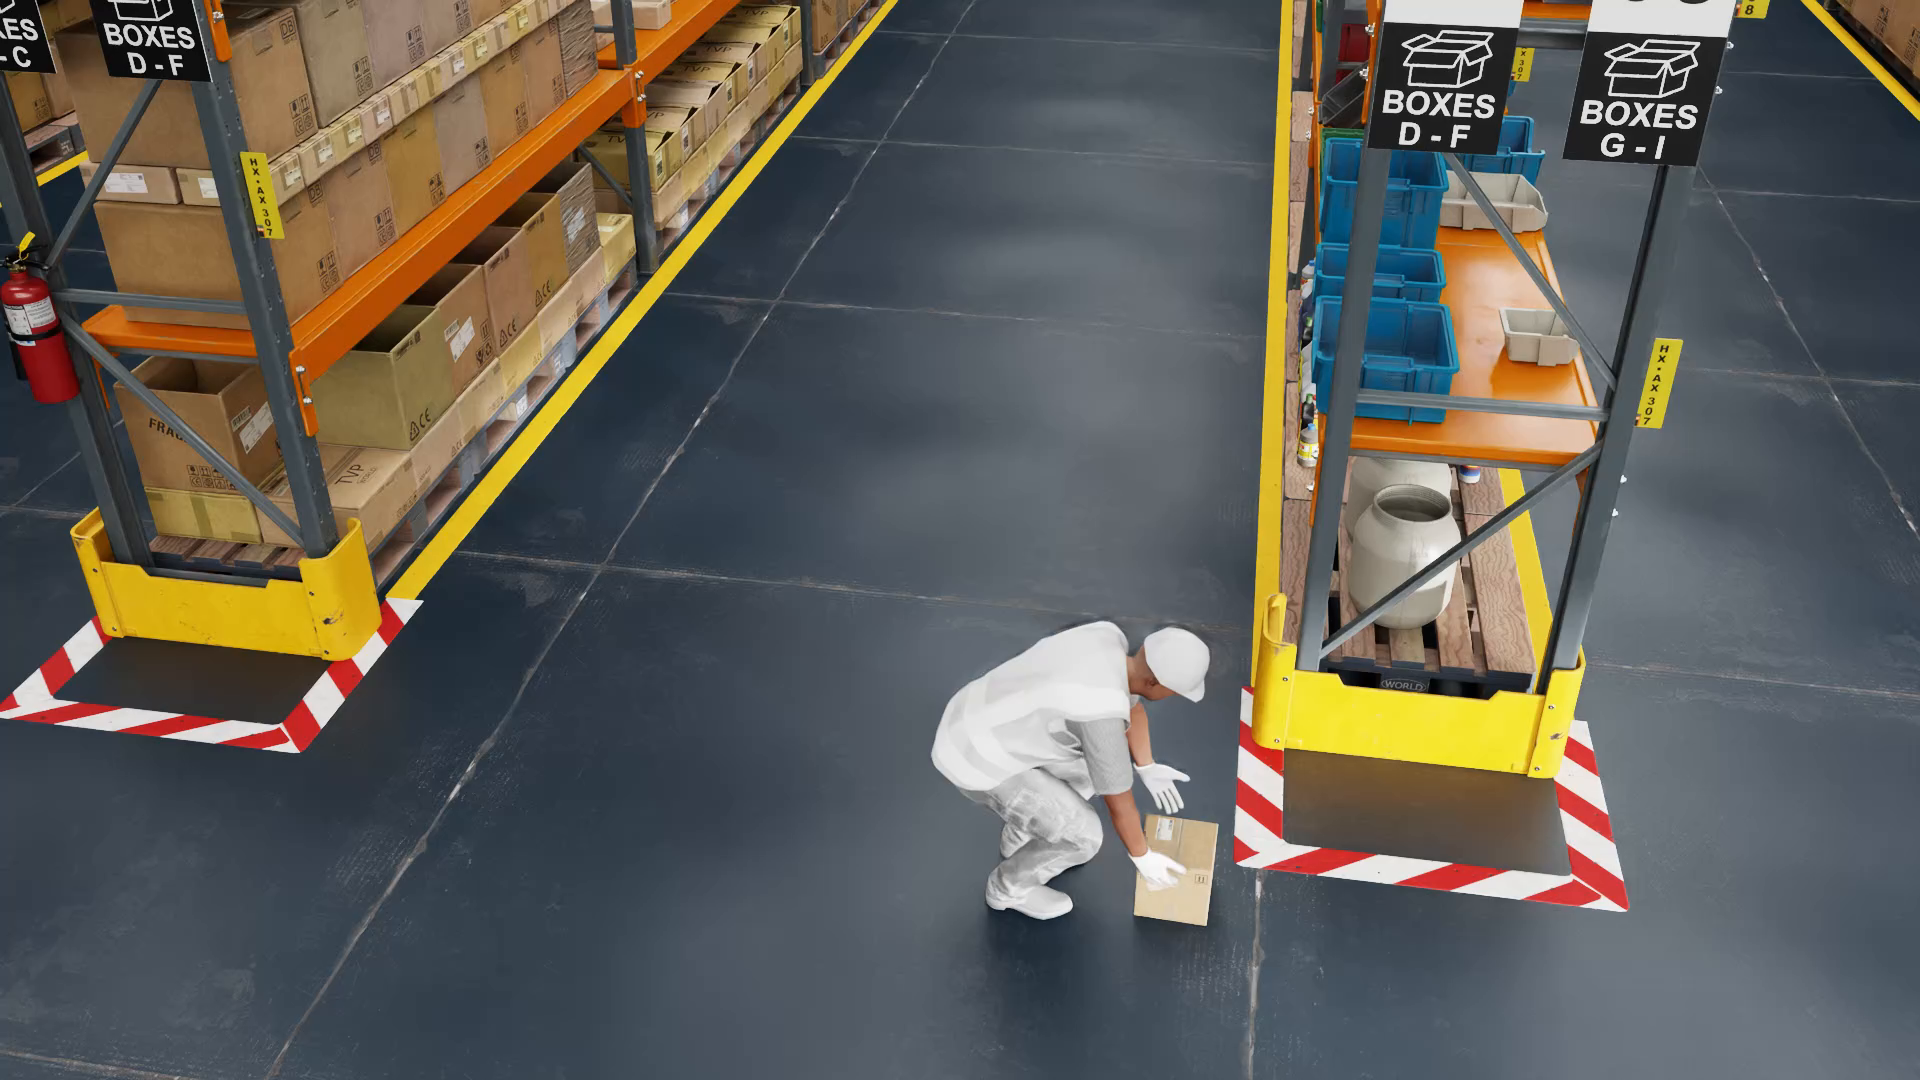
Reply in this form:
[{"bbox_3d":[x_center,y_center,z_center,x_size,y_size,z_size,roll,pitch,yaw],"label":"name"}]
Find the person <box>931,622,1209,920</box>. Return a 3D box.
[{"bbox_3d":[0.363,0.727,5.617,0.881,1.087,0.587,6,33,10],"label":"person"}]
